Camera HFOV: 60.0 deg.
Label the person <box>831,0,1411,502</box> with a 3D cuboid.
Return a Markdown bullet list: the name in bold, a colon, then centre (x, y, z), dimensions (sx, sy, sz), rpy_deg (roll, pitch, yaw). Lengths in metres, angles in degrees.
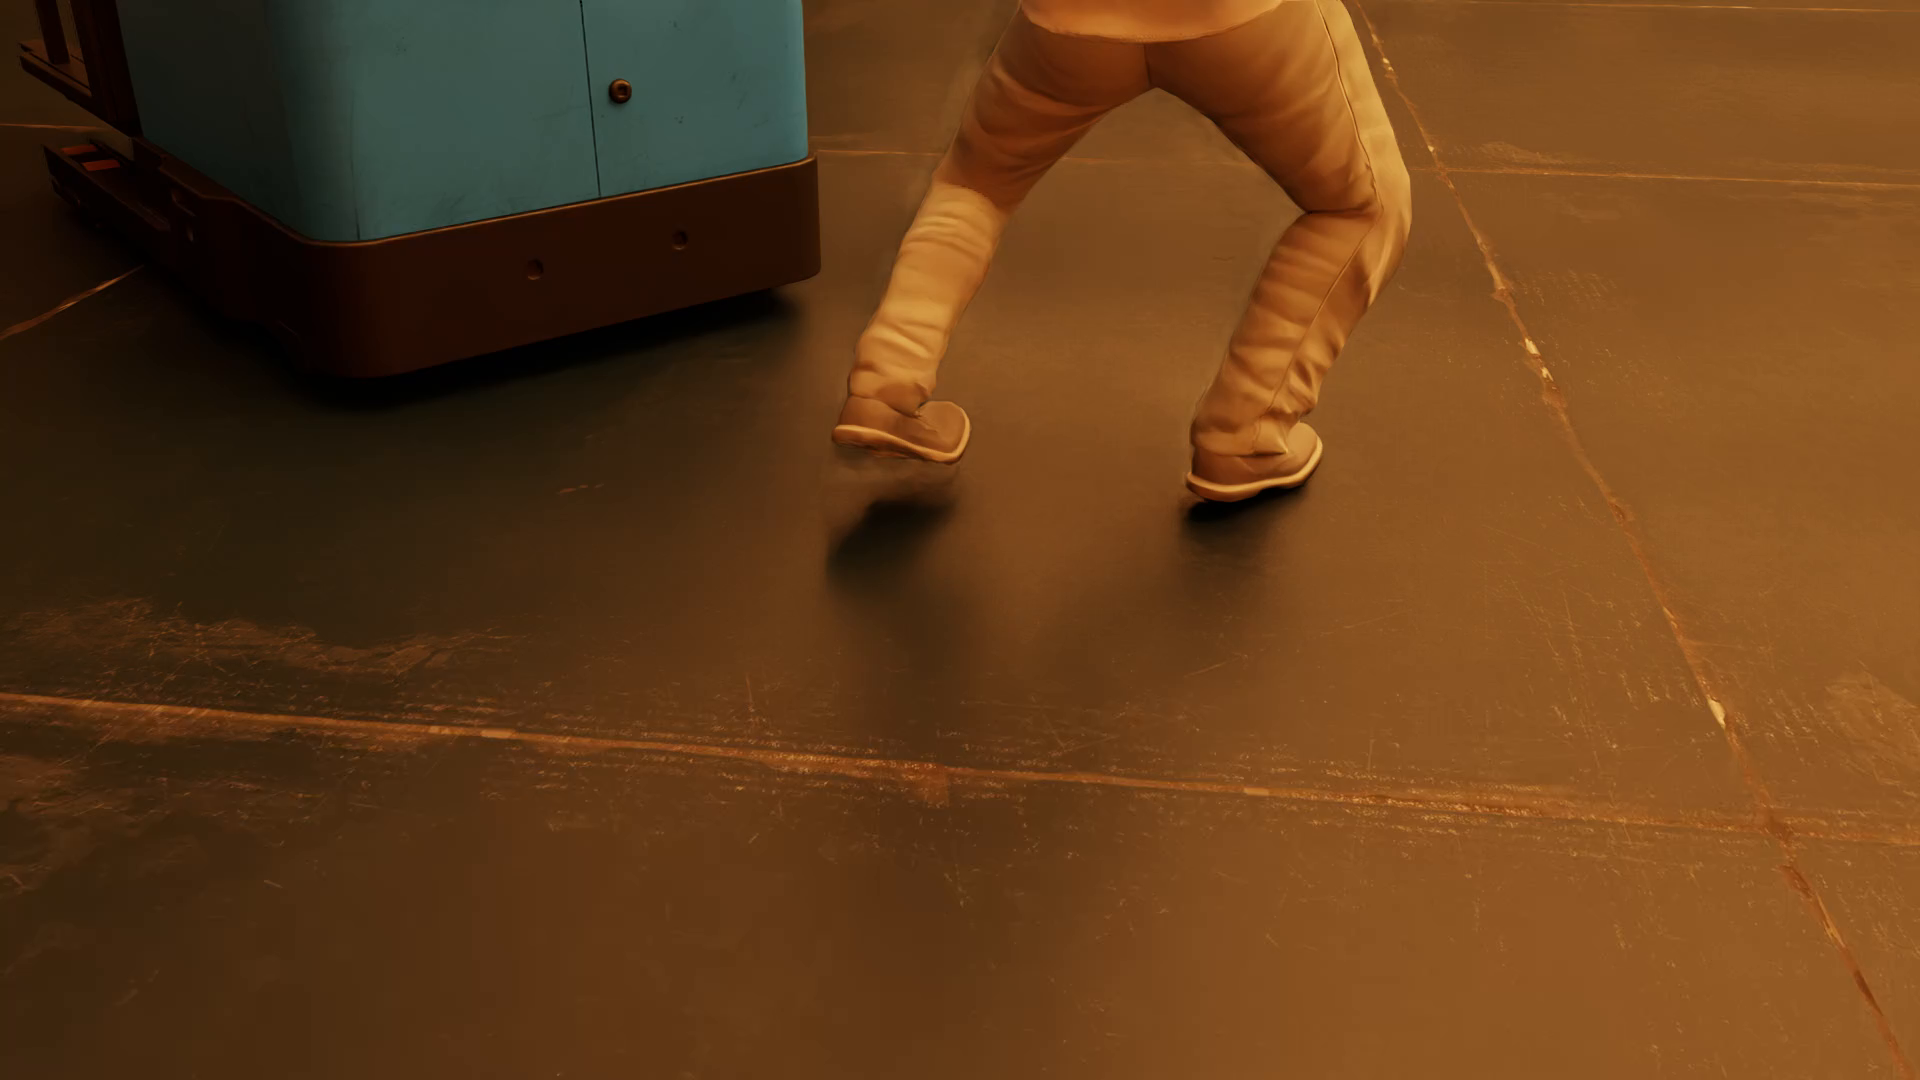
- **person**: centre (0.374, -0.750, 2.364), dimensions (0.975, 1.441, 0.743), rpy_deg (10, 28, 20)

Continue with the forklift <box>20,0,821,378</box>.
- **forklift**: centre (-1.608, -2.182, 3.590), dimensions (1.130, 2.935, 3.031), rpy_deg (-20, 33, -34)
